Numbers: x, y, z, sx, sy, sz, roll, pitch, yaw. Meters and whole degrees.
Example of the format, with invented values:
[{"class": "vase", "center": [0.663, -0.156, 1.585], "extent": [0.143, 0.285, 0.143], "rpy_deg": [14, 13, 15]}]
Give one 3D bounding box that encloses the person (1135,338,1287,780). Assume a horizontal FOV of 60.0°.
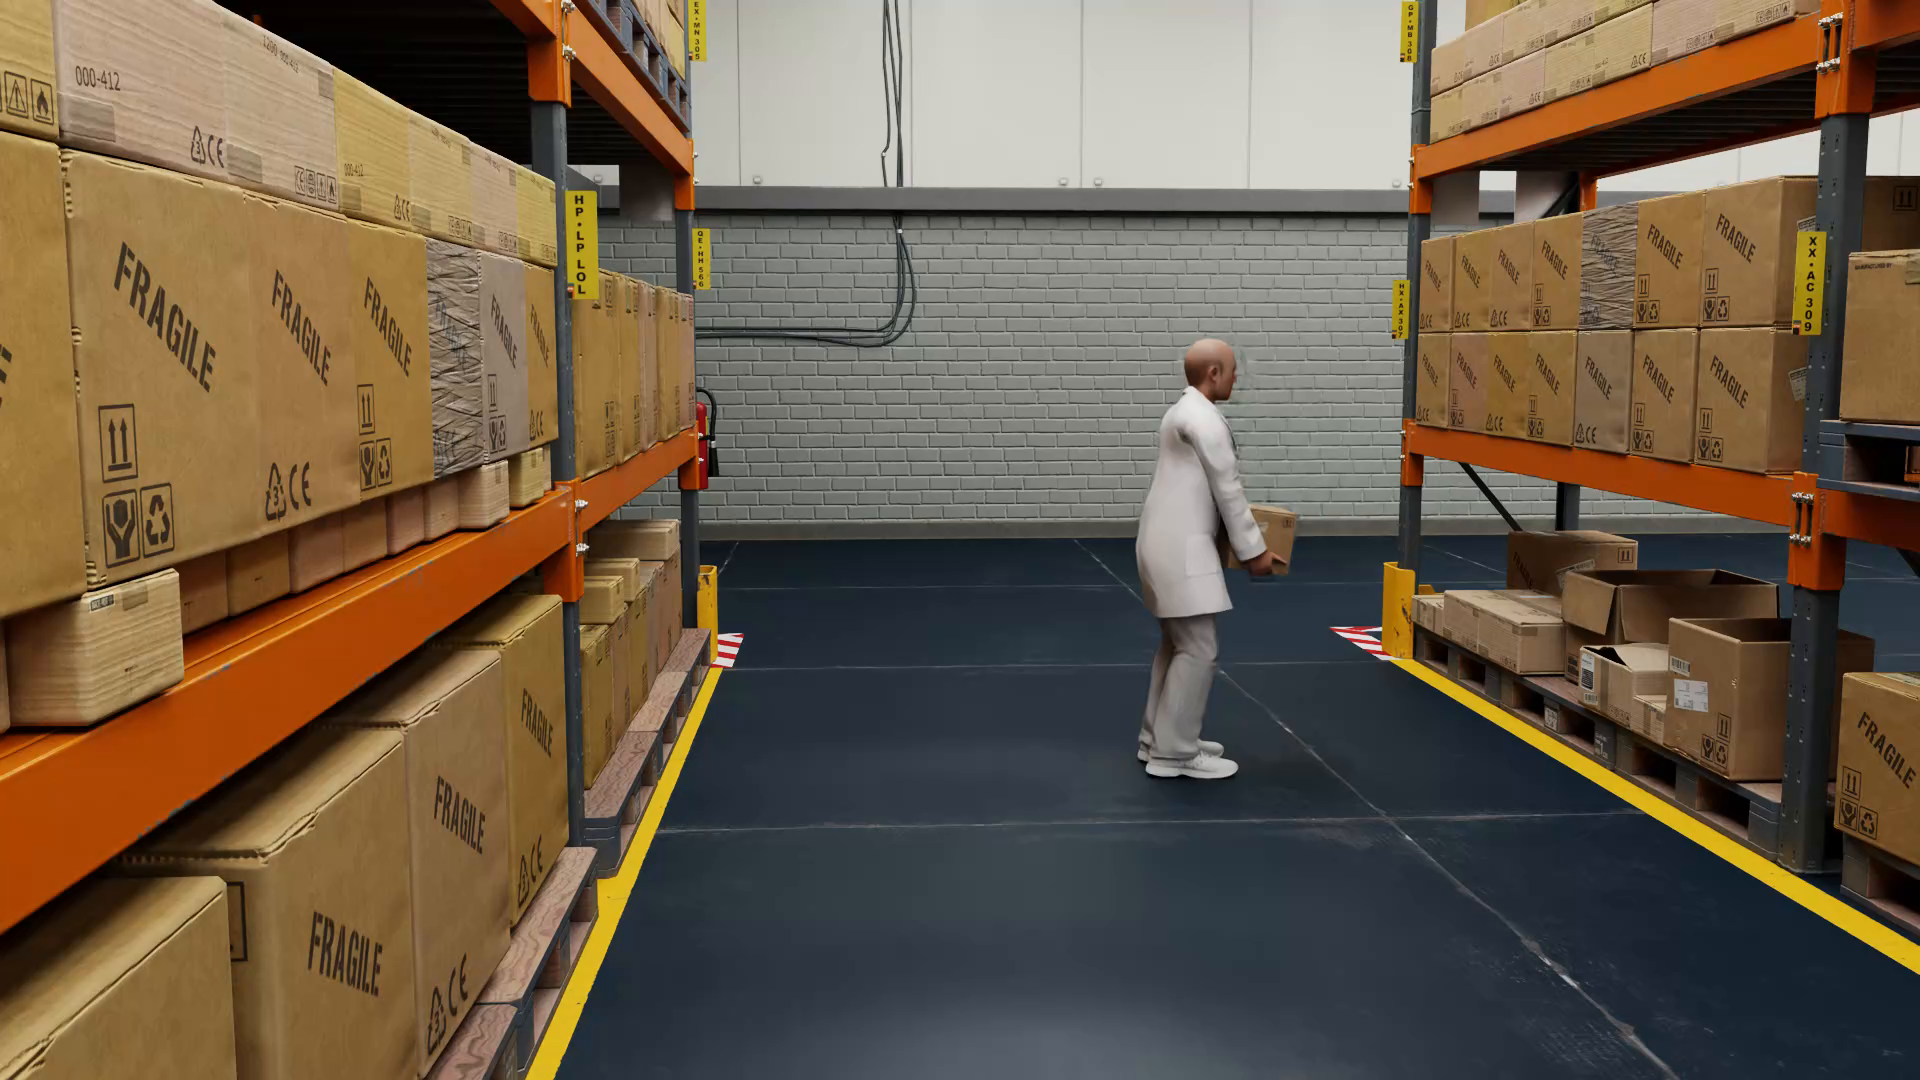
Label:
[{"class": "person", "center": [1.013, 0.068, 6.785], "extent": [0.584, 1.770, 0.528], "rpy_deg": [-1, 7, -5]}]
